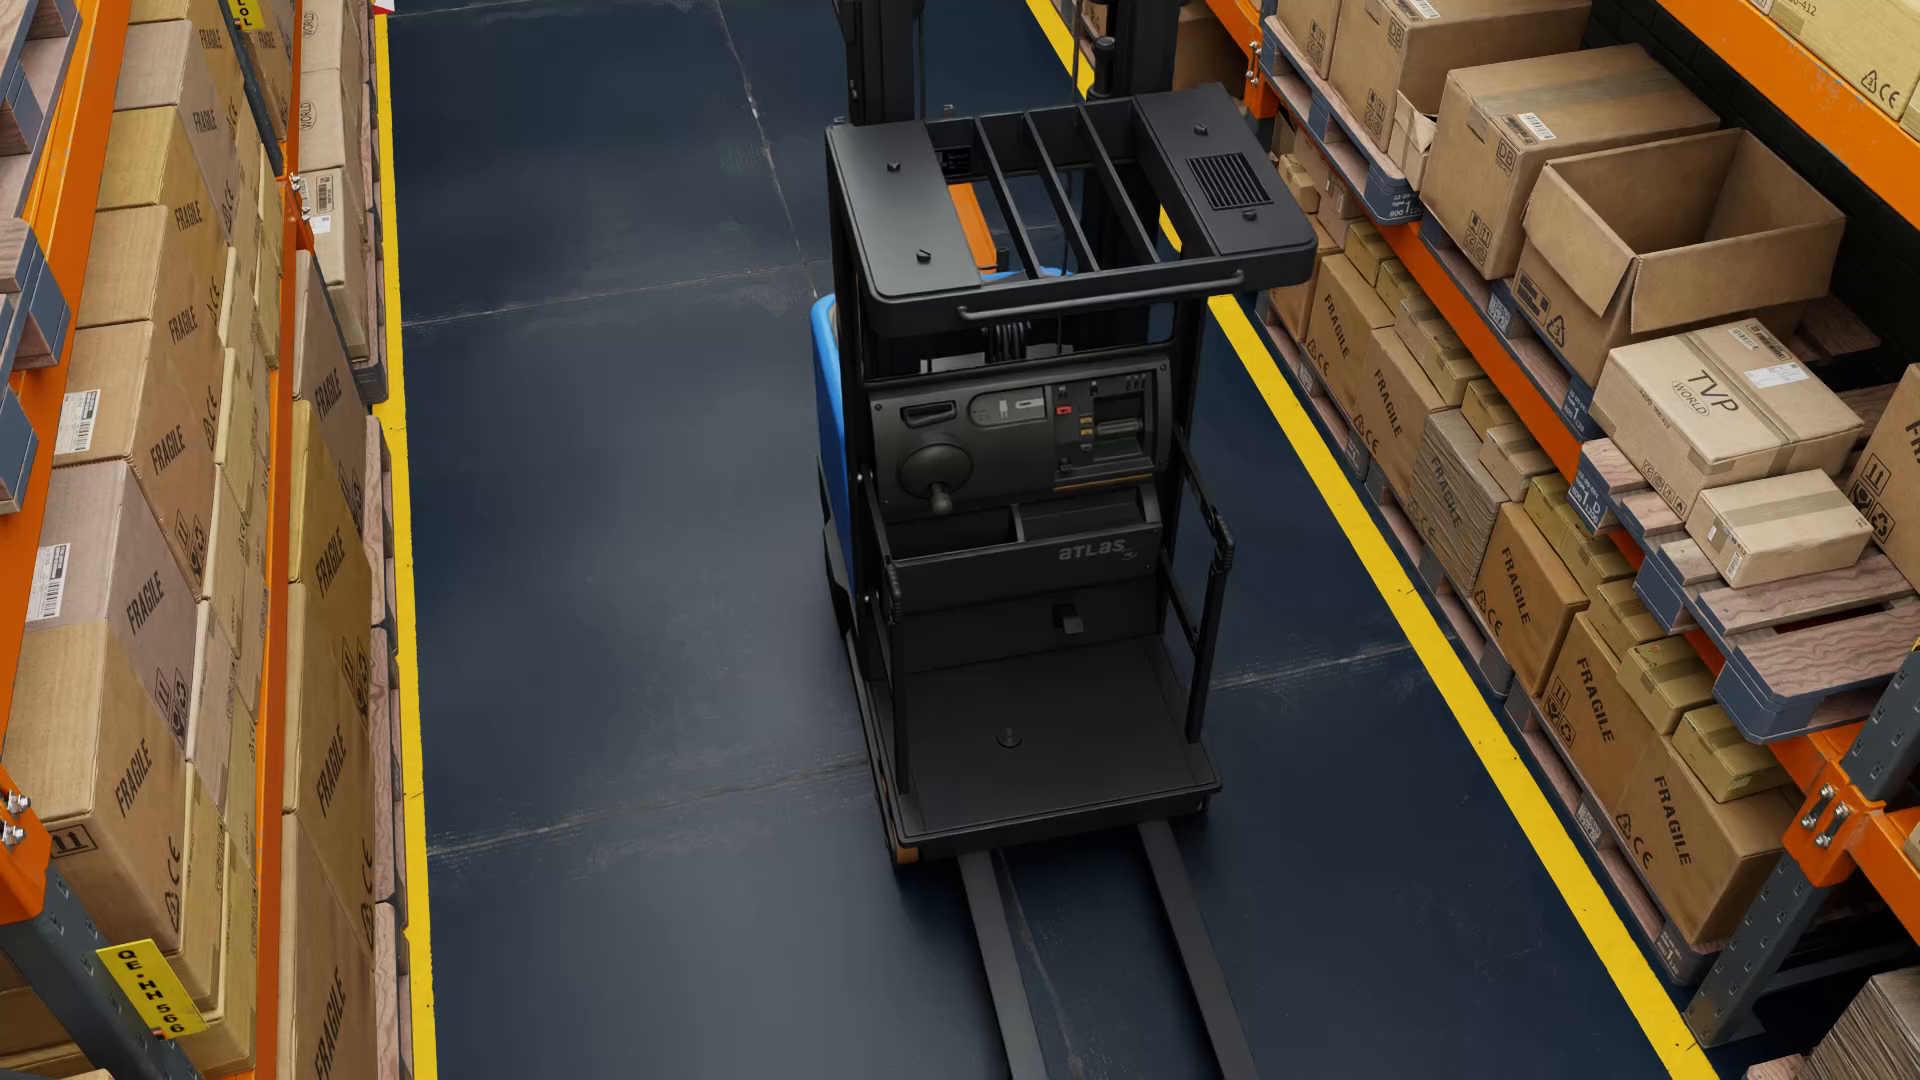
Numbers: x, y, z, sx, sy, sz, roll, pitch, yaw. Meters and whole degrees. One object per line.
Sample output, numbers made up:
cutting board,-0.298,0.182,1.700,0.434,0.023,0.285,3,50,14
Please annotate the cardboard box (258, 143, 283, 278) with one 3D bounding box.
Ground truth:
cardboard box,-2.680,-1.126,5.859,0.500,0.250,0.500,-12,47,-11

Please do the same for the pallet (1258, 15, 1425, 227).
pallet,1.858,-1.714,6.464,1.003,0.211,1.213,-11,47,-10

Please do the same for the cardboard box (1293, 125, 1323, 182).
cardboard box,1.652,-1.671,7.081,0.380,0.149,0.250,-11,47,-11

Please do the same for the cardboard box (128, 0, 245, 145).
cardboard box,-2.681,-1.565,5.413,0.500,0.500,0.500,-9,46,-9

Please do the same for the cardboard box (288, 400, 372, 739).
cardboard box,-2.564,0.190,5.657,0.875,0.875,0.875,-9,46,-9

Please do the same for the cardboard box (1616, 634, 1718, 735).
cardboard box,2.312,0.432,5.228,0.380,0.149,0.250,-13,47,-12

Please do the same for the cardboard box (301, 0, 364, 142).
cardboard box,-3.554,-2.387,8.489,0.875,0.438,0.875,-10,46,-9

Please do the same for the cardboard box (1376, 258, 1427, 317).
cardboard box,1.899,-1.016,6.648,0.380,0.149,0.250,-11,47,-11

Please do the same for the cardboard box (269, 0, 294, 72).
cardboard box,-3.030,-2.197,6.733,0.500,0.500,0.500,-10,47,-10

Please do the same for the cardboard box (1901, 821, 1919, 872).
cardboard box,2.660,0.813,3.958,0.500,0.250,0.500,-11,47,-10

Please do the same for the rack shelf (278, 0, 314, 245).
rack shelf,-3.550,-2.571,7.674,1.077,0.370,4.000,-11,47,-10

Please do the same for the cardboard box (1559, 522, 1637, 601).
cardboard box,2.263,0.052,5.601,0.380,0.149,0.250,-9,46,-9

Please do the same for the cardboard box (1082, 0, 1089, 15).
cardboard box,0.981,-3.349,9.388,0.700,0.500,0.500,-9,46,-9

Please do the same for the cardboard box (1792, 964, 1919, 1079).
cardboard box,2.929,1.526,4.523,0.875,0.625,0.625,-9,46,-9

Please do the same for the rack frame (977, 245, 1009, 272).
rack frame,-0.063,-0.671,6.620,0.500,1.125,0.032,-9,46,-8

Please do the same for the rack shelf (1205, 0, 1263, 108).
rack shelf,1.247,-3.482,8.566,1.077,0.370,4.000,-11,47,-10

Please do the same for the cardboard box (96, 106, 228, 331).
cardboard box,-2.431,-0.855,4.718,0.500,0.500,0.500,-9,46,-9

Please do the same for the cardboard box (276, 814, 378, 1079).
cardboard box,-2.111,1.424,4.448,0.875,0.875,0.875,-11,47,-11

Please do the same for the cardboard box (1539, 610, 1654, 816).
cardboard box,2.349,0.537,5.580,0.500,0.500,0.500,-11,47,-11

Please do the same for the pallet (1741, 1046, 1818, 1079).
pallet,2.956,1.961,4.681,1.003,0.211,1.213,-11,47,-10

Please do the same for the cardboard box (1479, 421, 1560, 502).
cardboard box,2.099,-0.305,5.951,0.380,0.149,0.250,-13,47,-12

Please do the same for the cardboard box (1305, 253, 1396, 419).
cardboard box,1.811,-0.884,6.972,0.500,0.500,0.500,-11,47,-11

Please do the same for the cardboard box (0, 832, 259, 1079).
cardboard box,-1.896,0.988,3.787,0.500,0.250,0.500,-11,47,-11

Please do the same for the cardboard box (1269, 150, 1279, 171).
cardboard box,1.332,-1.833,8.148,0.380,0.149,0.250,-12,47,-12

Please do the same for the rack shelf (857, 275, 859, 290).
rack shelf,-0.169,-0.855,7.143,0.538,0.278,1.000,-9,46,-8

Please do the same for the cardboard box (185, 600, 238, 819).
cardboard box,-2.037,0.445,3.969,0.500,0.250,0.500,-10,46,-9

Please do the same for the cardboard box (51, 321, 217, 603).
cardboard box,-2.158,-0.152,4.028,0.500,0.500,0.500,-9,46,-9

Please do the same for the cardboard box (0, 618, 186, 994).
cardboard box,-1.904,0.549,3.342,0.500,0.500,0.500,-12,47,-12

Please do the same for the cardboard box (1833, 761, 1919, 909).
cardboard box,2.946,0.795,5.327,0.500,0.500,0.500,-9,46,-9

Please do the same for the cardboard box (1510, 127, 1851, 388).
cardboard box,2.186,-0.867,5.133,0.797,0.503,0.637,-12,47,-11

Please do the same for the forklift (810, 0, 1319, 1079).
forklift,0.240,-0.221,4.915,1.130,2.935,3.031,-9,46,-8

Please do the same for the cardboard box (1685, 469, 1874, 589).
cardboard box,2.244,-0.033,4.564,0.380,0.149,0.250,-10,46,-10

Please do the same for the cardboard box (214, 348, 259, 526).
cardboard box,-2.269,-0.254,4.654,0.500,0.250,0.500,-10,46,-10

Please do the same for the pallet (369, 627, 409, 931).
pallet,-2.452,0.896,5.724,1.003,0.211,1.213,-11,47,-10

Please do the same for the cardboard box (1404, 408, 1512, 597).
cardboard box,2.061,-0.179,6.281,0.500,0.500,0.500,-12,47,-12

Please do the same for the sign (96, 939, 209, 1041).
sign,-1.492,0.836,3.075,0.100,0.325,0.005,-11,47,-10

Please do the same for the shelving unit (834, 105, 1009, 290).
shelving unit,-0.169,-1.027,6.968,0.538,1.125,1.048,-9,46,-8

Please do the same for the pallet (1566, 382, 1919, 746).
pallet,2.542,0.021,4.764,1.213,0.211,1.003,-11,47,-10

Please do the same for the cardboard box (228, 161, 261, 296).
cardboard box,-2.555,-0.961,5.347,0.500,0.250,0.500,-10,46,-9

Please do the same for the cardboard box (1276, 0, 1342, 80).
cardboard box,1.667,-2.160,6.402,0.700,0.500,0.500,-10,46,-9

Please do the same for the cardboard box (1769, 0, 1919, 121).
cardboard box,2.287,-1.245,3.875,0.500,0.250,0.500,-11,47,-10

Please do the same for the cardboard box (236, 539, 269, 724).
cardboard box,-2.174,0.273,4.487,0.500,0.250,0.500,-9,46,-9

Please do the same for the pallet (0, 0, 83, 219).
pallet,-2.520,-0.871,3.535,1.003,0.211,1.213,-9,46,-8

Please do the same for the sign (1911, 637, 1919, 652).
sign,2.261,0.137,3.760,0.100,0.325,0.005,-11,47,-10

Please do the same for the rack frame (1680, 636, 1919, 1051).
rack frame,2.783,0.409,4.249,1.000,3.000,0.127,-11,47,-10

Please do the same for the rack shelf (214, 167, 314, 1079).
rack shelf,-2.526,0.190,4.967,1.077,0.370,4.000,-11,47,-10

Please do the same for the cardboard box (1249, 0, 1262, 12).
cardboard box,1.433,-2.439,7.216,0.380,0.149,0.250,-10,46,-10

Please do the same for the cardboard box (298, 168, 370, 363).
cardboard box,-3.095,-1.146,7.273,0.875,0.438,0.875,-11,47,-11

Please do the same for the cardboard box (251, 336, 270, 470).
cardboard box,-2.440,-0.423,5.169,0.500,0.250,0.500,-12,47,-11

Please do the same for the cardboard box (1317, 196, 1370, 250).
cardboard box,1.739,-1.378,7.003,0.380,0.149,0.250,-12,47,-11

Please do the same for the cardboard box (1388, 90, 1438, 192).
cardboard box,1.744,-1.423,5.845,0.396,0.266,0.258,-9,46,-8

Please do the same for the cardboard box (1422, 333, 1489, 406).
cardboard box,1.988,-0.665,6.304,0.380,0.149,0.250,-9,46,-9

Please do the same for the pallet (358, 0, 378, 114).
pallet,-3.782,-2.690,9.239,1.003,0.211,1.213,-11,47,-10

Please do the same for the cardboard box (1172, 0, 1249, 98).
cardboard box,1.247,-2.633,8.686,0.700,0.500,0.500,-12,47,-12

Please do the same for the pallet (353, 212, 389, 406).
pallet,-3.157,-1.006,7.588,1.003,0.211,1.213,-11,47,-10

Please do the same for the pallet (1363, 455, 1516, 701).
pallet,2.320,0.022,6.581,1.003,0.211,1.213,-11,47,-10

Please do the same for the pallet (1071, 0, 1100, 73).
pallet,1.268,-2.695,9.243,1.003,0.211,1.213,-11,47,-10

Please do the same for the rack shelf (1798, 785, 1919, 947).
rack shelf,3.295,2.042,3.153,1.077,0.370,4.000,-11,47,-10
